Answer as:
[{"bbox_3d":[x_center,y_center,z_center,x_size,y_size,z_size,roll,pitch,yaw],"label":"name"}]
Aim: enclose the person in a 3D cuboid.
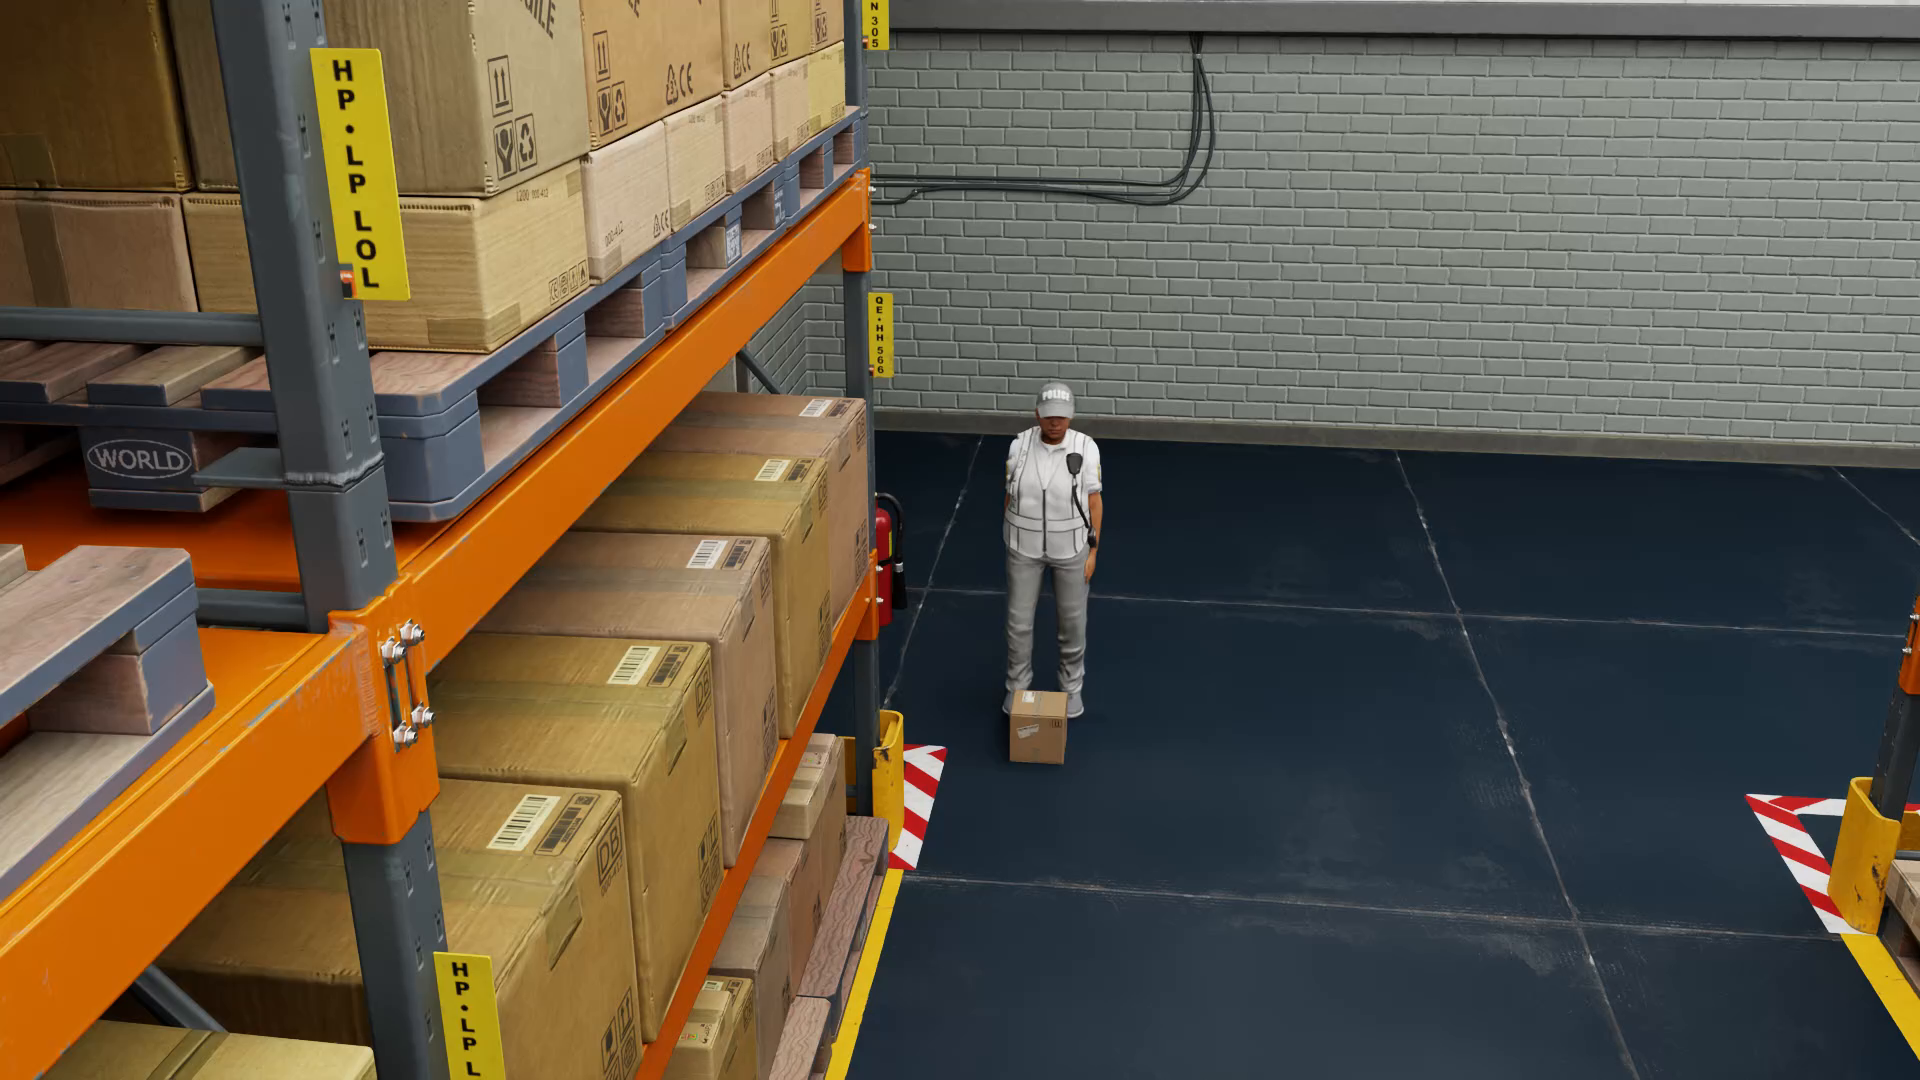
[{"bbox_3d":[0.438,0.054,7.951,0.467,1.659,0.394,3,22,8],"label":"person"}]
